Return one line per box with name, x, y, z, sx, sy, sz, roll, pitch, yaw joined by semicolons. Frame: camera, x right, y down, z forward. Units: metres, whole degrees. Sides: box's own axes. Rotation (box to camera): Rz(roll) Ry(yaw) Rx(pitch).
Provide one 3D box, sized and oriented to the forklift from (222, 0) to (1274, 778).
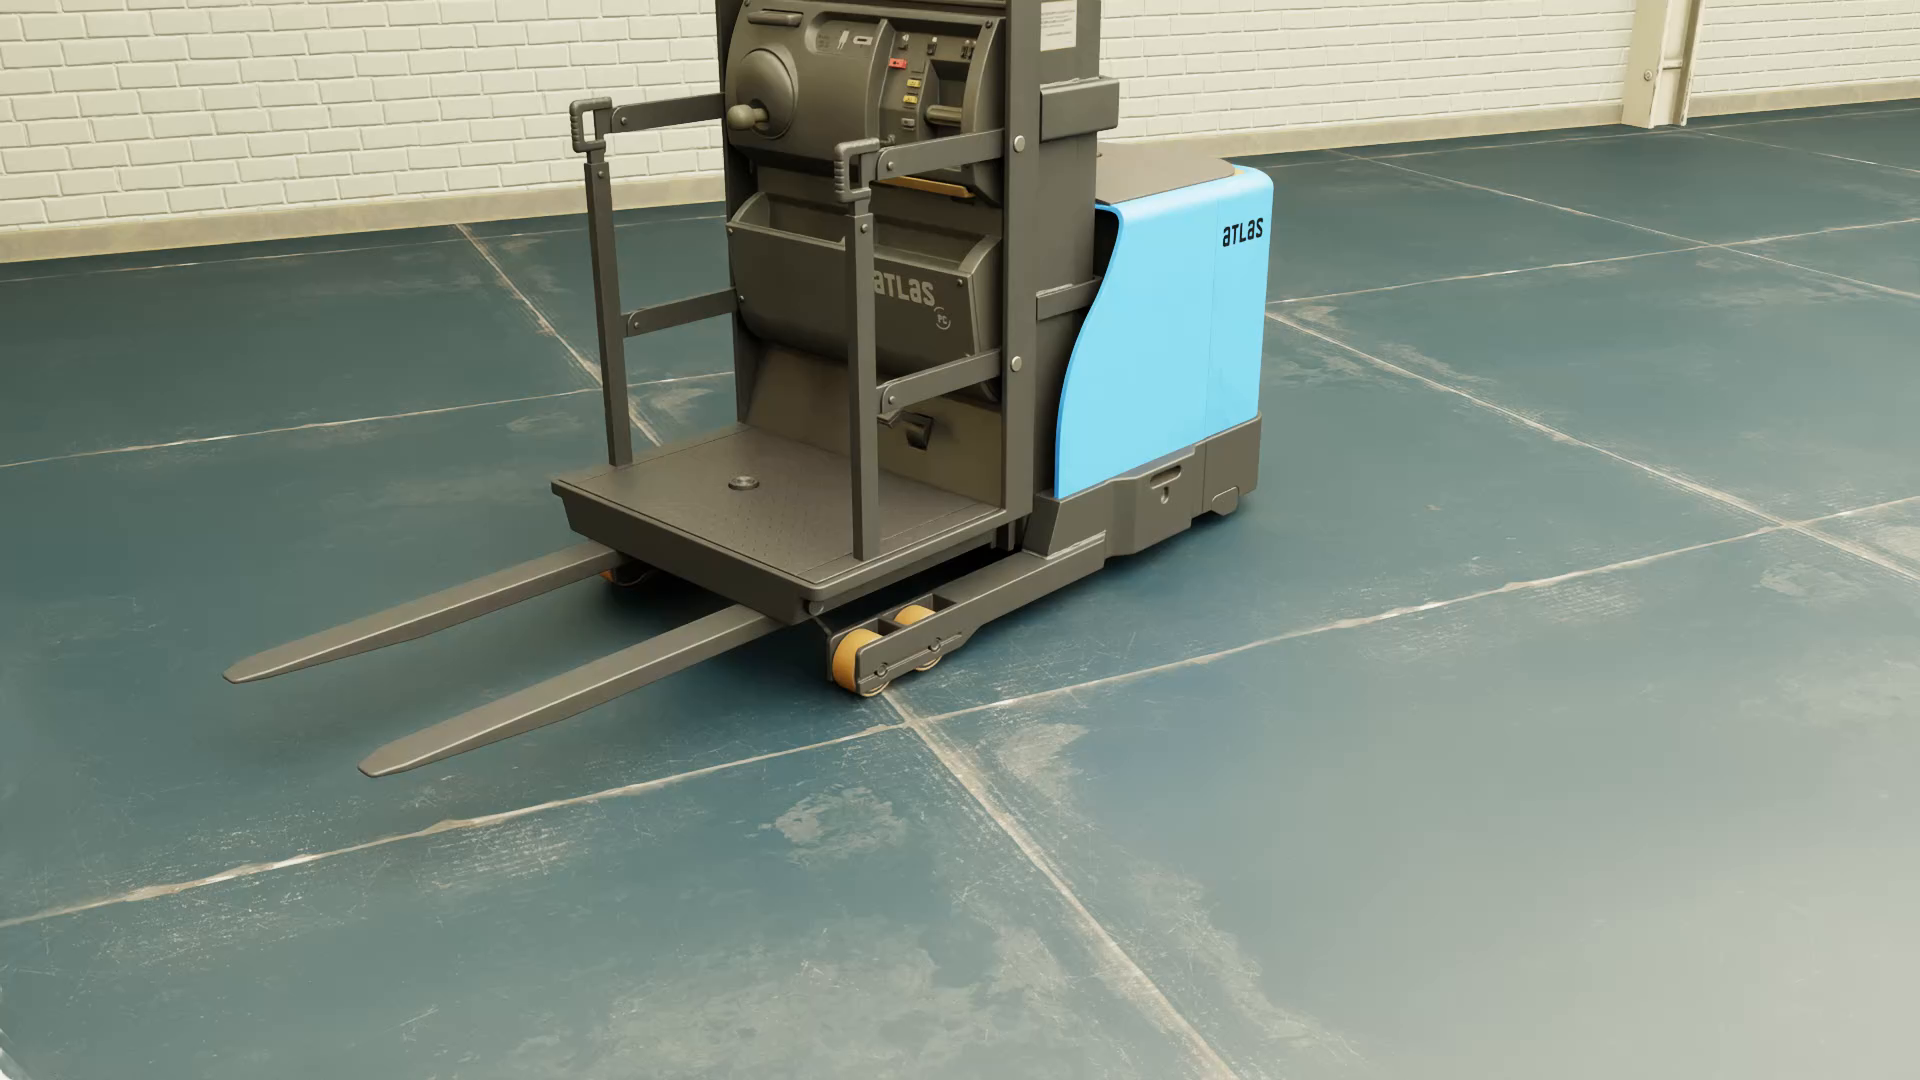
forklift;-0.413;-1.182;4.131;1.130;2.935;3.031;19;29;39
